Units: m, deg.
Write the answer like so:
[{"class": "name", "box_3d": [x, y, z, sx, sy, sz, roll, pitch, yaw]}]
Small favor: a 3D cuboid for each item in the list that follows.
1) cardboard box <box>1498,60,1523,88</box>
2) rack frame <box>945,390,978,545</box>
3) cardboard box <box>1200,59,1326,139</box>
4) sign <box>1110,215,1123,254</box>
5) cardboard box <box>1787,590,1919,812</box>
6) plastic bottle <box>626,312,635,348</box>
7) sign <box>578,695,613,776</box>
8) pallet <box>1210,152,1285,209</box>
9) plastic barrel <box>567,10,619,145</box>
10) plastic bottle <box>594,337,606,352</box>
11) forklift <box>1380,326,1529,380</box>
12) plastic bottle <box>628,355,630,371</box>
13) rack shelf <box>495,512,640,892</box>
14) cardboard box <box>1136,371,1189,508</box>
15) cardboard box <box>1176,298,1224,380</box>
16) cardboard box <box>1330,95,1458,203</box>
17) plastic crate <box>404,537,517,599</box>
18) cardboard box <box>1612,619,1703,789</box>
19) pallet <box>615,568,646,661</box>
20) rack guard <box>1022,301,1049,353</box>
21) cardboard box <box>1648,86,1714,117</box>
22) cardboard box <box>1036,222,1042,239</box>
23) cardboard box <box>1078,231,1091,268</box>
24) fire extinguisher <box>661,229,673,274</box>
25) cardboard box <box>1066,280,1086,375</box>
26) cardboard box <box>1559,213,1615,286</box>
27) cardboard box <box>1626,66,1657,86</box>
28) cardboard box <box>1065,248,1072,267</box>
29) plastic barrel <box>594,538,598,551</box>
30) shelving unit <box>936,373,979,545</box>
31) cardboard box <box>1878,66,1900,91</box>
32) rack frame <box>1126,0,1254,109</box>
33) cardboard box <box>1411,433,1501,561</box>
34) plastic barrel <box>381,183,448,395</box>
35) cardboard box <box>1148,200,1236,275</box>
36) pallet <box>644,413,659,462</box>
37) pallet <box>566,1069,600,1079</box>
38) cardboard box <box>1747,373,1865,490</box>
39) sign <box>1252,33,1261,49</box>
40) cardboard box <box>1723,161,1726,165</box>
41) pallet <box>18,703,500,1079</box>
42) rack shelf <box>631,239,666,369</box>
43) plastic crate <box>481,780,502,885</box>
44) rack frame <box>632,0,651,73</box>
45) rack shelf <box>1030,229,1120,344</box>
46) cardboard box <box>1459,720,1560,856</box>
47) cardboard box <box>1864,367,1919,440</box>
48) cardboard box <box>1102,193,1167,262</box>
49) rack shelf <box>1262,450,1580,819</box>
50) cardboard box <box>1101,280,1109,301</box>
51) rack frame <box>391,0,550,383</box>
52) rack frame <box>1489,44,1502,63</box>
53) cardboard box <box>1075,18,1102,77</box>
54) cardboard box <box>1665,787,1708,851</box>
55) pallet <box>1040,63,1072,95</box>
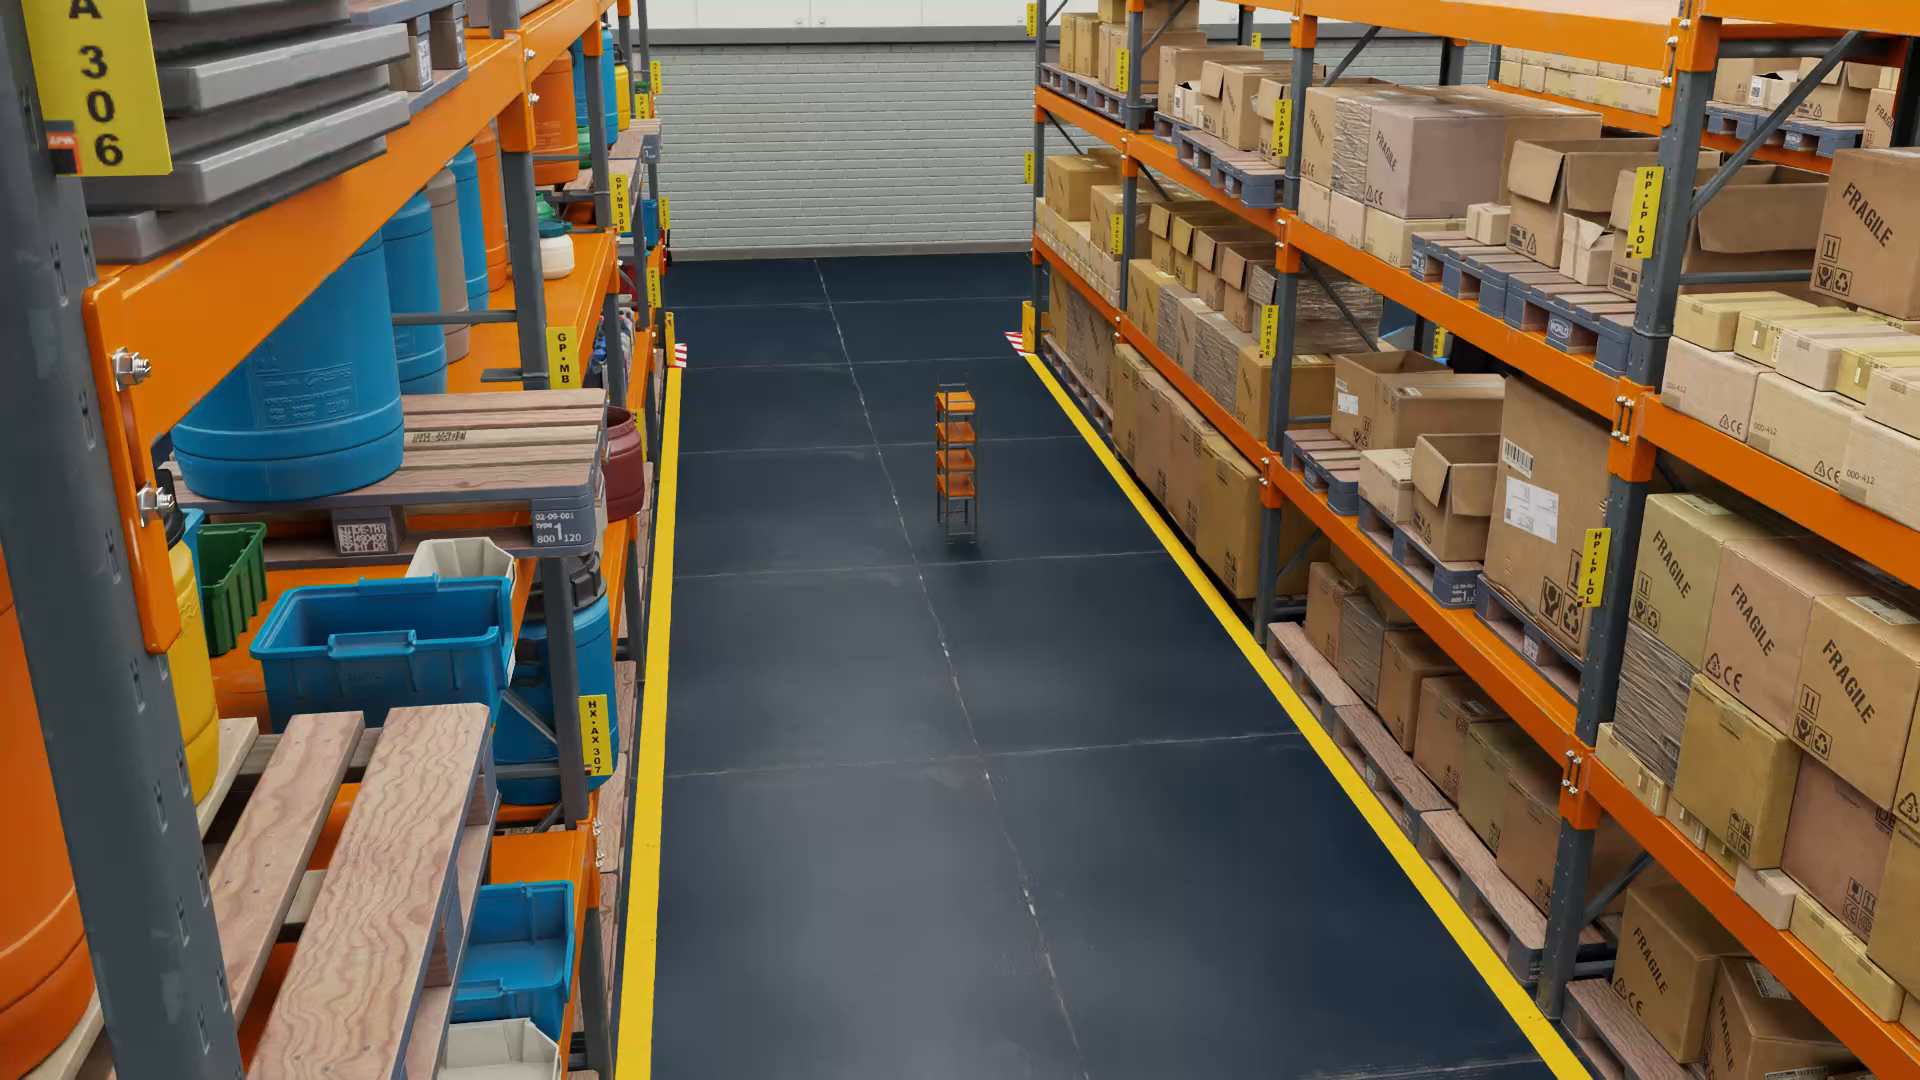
[{"class": "cardboard box", "box_3d": [6.022, -4.913, 17.512, 0.500, 0.250, 0.500, -2, 21, -6]}, {"class": "rack frame", "box_3d": [0.011, -0.535, 12.433, 0.240, 1.200, 0.015, -3, 21, -8]}, {"class": "cardboard box", "box_3d": [2.125, -3.118, 11.743, 0.797, 0.503, 0.637, -3, 21, -8]}, {"class": "sign", "box_3d": [1.315, -2.561, 13.935, 0.100, 0.325, 0.005, -3, 21, -8]}, {"class": "cardboard box", "box_3d": [2.976, 0.483, 5.138, 0.500, 0.500, 0.500, -3, 21, -8]}, {"class": "plastic bottle", "box_3d": [-2.582, -1.644, 12.999, 0.061, 0.283, 0.133, -3, 21, -8]}, {"class": "sign", "box_3d": [-1.338, 0.719, 6.108, 0.100, 0.325, 0.005, -3, 21, -8]}, {"class": "pallet", "box_3d": [2.295, -2.299, 10.567, 1.213, 0.211, 1.003, -2, 21, -5]}, {"class": "plastic barrel", "box_3d": [-2.640, -3.151, 11.261, 0.600, 0.901, 0.708, -3, 21, -8]}, {"class": "plastic bottle", "box_3d": [-2.636, -1.356, 12.244, 0.097, 0.271, 0.097, 0, 20, 0]}, {"class": "forklift", "box_3d": [4.837, -1.825, 13.413, 3.031, 2.935, 1.130, 15, 25, 36]}, {"class": "plastic bottle", "box_3d": [-2.472, -1.297, 12.186, 0.097, 0.201, 0.097, 0, 20, 0]}, {"class": "rack shelf", "box_3d": [-2.172, 0.517, 8.072, 1.077, 0.370, 4.000, -3, 21, -8]}, {"class": "cardboard box", "box_3d": [2.106, -0.818, 13.056, 1.225, 0.875, 0.875, -4, 21, -10]}, {"class": "cardboard box", "box_3d": [1.908, -1.496, 12.291, 0.500, 0.500, 0.500, -3, 21, -7]}, {"class": "cardboard box", "box_3d": [2.324, -2.097, 8.898, 0.500, 0.500, 0.500, -3, 21, -7]}, {"class": "plastic crate", "box_3d": [-1.252, 0.127, 4.180, 0.243, 0.136, 0.396, -3, 21, -8]}, {"class": "cardboard box", "box_3d": [3.021, 0.596, 6.266, 0.875, 0.500, 0.500, -3, 21, -8]}, {"class": "pallet", "box_3d": [-2.615, 0.523, 11.013, 1.003, 0.211, 1.213, -3, 21, -8]}, {"class": "rack guard", "box_3d": [1.284, -2.369, 18.345, 1.175, 0.500, 0.348, -3, 21, -8]}, {"class": "cardboard box", "box_3d": [6.449, -3.853, 14.673, 0.500, 0.250, 0.500, -2, 21, -6]}, {"class": "cardboard box", "box_3d": [1.012, -3.274, 17.555, 0.380, 0.149, 0.250, -3, 21, -7]}, {"class": "cardboard box", "box_3d": [1.390, -2.711, 15.478, 0.500, 0.250, 0.500, -2, 21, -7]}, {"class": "fire extinguisher", "box_3d": [-3.186, -3.146, 17.496, 0.296, 0.674, 0.183, -3, 21, -8]}, {"class": "cardboard box", "box_3d": [1.590, -2.200, 16.757, 0.875, 0.875, 0.875, -3, 21, -8]}, {"class": "cardboard box", "box_3d": [2.783, -1.236, 7.044, 0.396, 0.266, 0.258, -2, 21, -6]}, {"class": "cardboard box", "box_3d": [6.405, -4.259, 15.044, 0.500, 0.250, 0.500, -4, 21, -10]}, {"class": "cardboard box", "box_3d": [1.235, -2.742, 16.130, 0.380, 0.149, 0.250, -3, 21, -9]}, {"class": "plastic barrel", "box_3d": [-1.973, 0.063, 8.066, 0.433, 0.535, 0.433, 0, 20, 0]}, {"class": "shelving unit", "box_3d": [-0.024, -0.619, 12.660, 0.258, 1.200, 0.503, -3, 21, -8]}, {"class": "cardboard box", "box_3d": [6.842, -3.359, 11.898, 0.396, 0.266, 0.258, -3, 21, -8]}, {"class": "rack frame", "box_3d": [1.864, -4.957, 13.127, 1.000, 3.000, 0.127, -3, 21, -8]}, {"class": "cardboard box", "box_3d": [2.676, -0.218, 8.264, 0.797, 0.503, 0.637, -1, 20, -2]}, {"class": "plastic barrel", "box_3d": [-2.172, -0.932, 5.922, 0.600, 0.901, 0.708, -3, 21, -8]}, {"class": "cardboard box", "box_3d": [1.964, -2.443, 13.393, 0.797, 0.503, 0.637, -3, 21, -9]}, {"class": "pallet", "box_3d": [-3.181, -0.843, 14.672, 1.003, 0.211, 1.213, -3, 21, -8]}, {"class": "pallet", "box_3d": [-1.828, 2.414, 5.952, 1.003, 0.211, 1.213, -3, 21, -8]}, {"class": "cardboard box", "box_3d": [2.910, -0.360, 5.321, 0.500, 0.250, 0.500, -3, 21, -8]}, {"class": "sign", "box_3d": [2.400, -3.972, 13.589, 0.100, 0.325, 0.005, -3, 21, -8]}, {"class": "cardboard box", "box_3d": [6.452, -3.166, 14.908, 0.500, 0.500, 0.500, -4, 21, -10]}, {"class": "pallet", "box_3d": [-1.330, 0.650, 2.672, 1.003, 0.211, 1.213, -3, 21, -8]}, {"class": "rack shelf", "box_3d": [-3.325, -2.252, 15.488, 1.077, 0.370, 4.000, -3, 21, -8]}, {"class": "plastic crate", "box_3d": [-1.934, 1.090, 5.600, 0.767, 0.338, 0.504, -3, 21, -8]}, {"class": "rack frame", "box_3d": [-3.614, -6.092, 16.166, 1.000, 3.000, 0.127, -3, 21, -8]}, {"class": "rack shelf", "box_3d": [1.576, -2.502, 16.157, 1.077, 0.370, 4.000, -3, 21, -8]}, {"class": "cardboard box", "box_3d": [2.900, 1.208, 8.138, 0.700, 0.500, 0.500, -3, 21, -8]}, {"class": "cardboard box", "box_3d": [2.913, -0.407, 4.877, 0.380, 0.149, 0.250, -3, 21, -9]}, {"class": "cardboard box", "box_3d": [1.533, -2.713, 14.410, 0.500, 0.500, 0.500, -2, 21, -6]}, {"class": "rack shelf", "box_3d": [2.729, 0.268, 8.741, 1.077, 0.370, 4.000, -3, 21, -8]}, {"class": "cardboard box", "box_3d": [1.459, -2.207, 14.698, 0.380, 0.149, 0.250, -3, 21, -7]}, {"class": "rack frame", "box_3d": [-1.884, -1.938, 5.042, 1.000, 3.000, 0.127, -3, 21, -8]}, {"class": "rack frame", "box_3d": [6.210, -6.557, 17.411, 1.000, 3.000, 0.127, -3, 21, -8]}, {"class": "cardboard box", "box_3d": [1.500, -4.672, 15.766, 0.700, 0.500, 0.500, -4, 21, -11]}, {"class": "cardboard box", "box_3d": [2.837, 1.003, 6.103, 0.380, 0.149, 0.250, -3, 21, -8]}, {"class": "pallet", "box_3d": [1.405, -4.639, 16.689, 1.003, 0.211, 1.213, -3, 21, -8]}]
